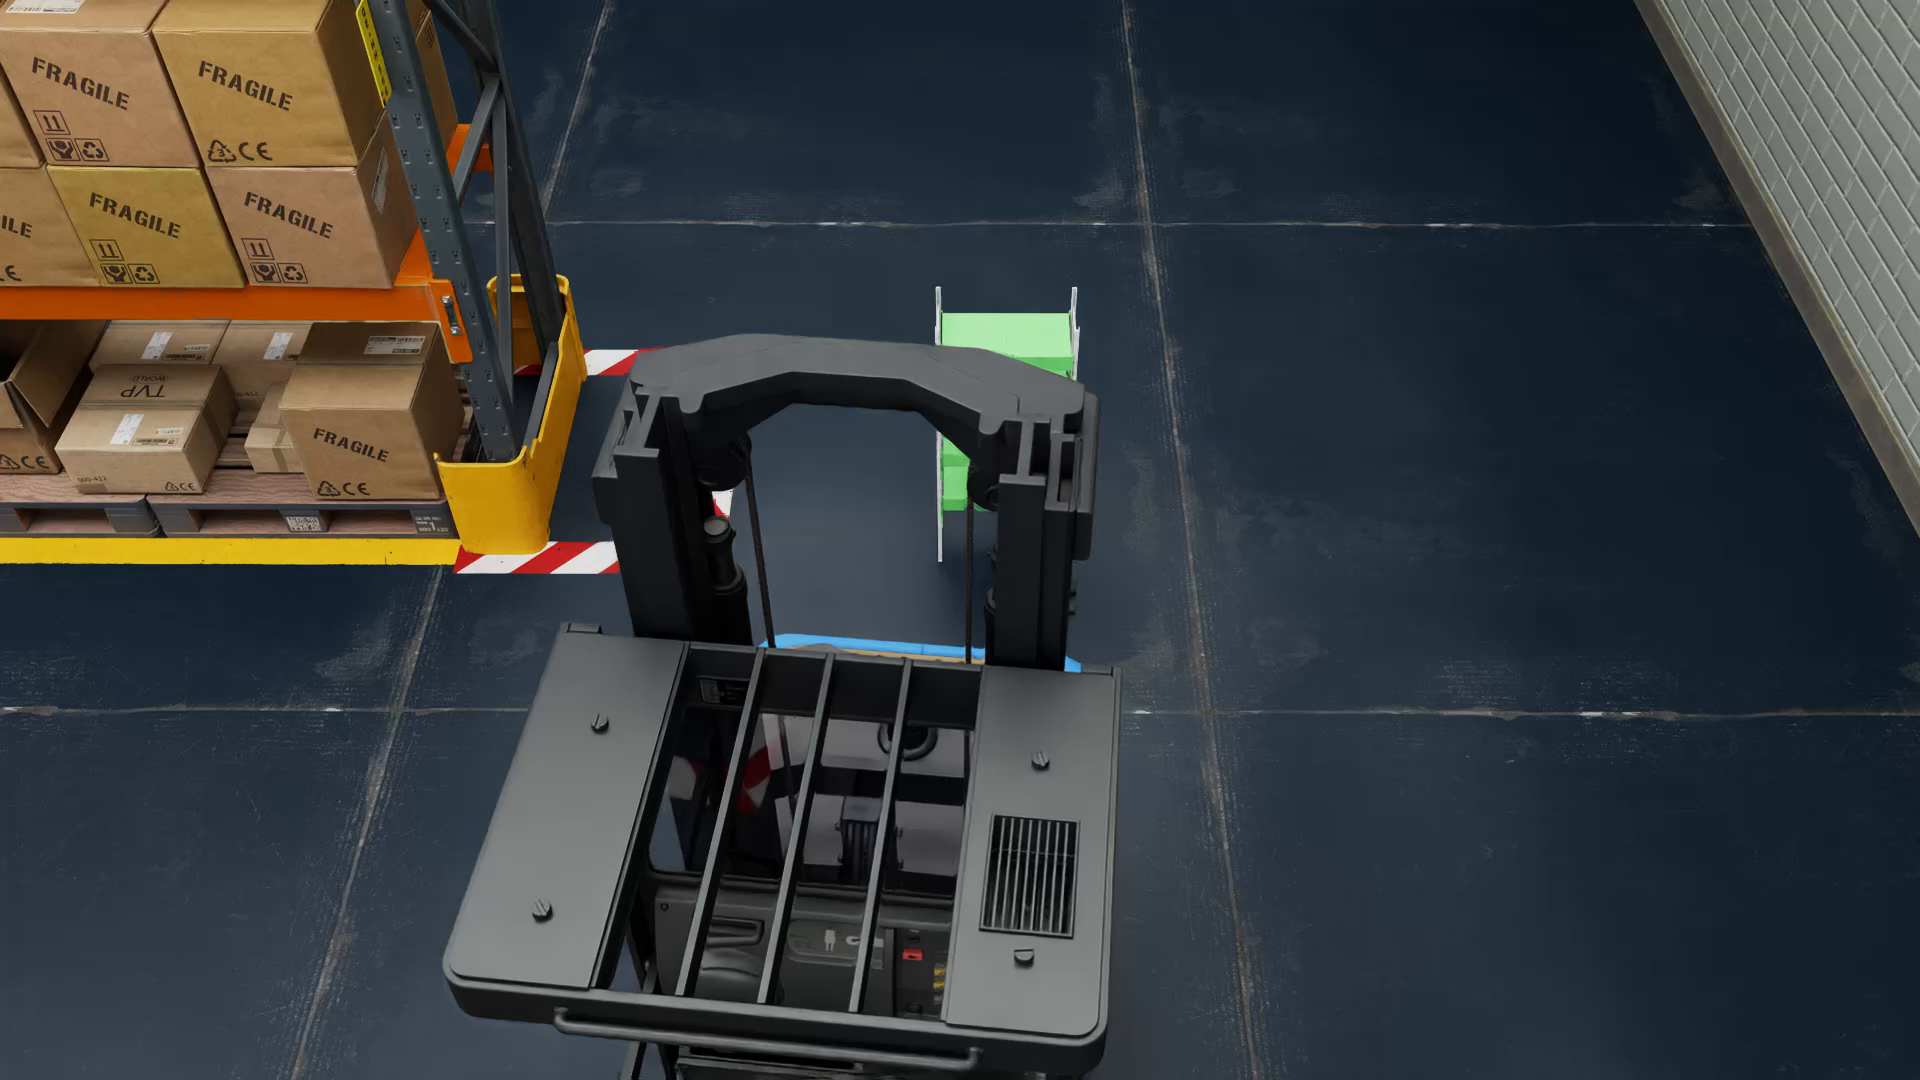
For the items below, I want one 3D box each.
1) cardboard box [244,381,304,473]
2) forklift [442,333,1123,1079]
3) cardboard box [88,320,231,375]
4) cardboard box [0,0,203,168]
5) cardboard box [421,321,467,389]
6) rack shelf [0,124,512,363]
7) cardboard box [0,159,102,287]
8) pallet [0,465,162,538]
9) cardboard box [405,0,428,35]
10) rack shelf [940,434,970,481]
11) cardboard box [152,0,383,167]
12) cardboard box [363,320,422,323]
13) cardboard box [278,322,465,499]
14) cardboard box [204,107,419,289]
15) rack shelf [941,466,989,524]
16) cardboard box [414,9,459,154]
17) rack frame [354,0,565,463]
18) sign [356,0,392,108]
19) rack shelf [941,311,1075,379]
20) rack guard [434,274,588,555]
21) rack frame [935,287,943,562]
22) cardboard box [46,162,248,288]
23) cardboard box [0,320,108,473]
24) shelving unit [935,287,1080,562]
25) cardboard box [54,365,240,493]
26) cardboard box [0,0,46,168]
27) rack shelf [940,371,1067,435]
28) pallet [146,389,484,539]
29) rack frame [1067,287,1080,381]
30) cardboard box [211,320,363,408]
[{"bbox_3d":[-2.715,-0.464,6.768,0.250,0.166,0.380,0,47,0],"label":"cardboard box"},{"bbox_3d":[-0.263,1.119,3.706,1.130,2.935,3.031,4,47,4],"label":"forklift"},{"bbox_3d":[-3.309,-0.816,7.039,0.500,0.250,0.500,0,47,0],"label":"cardboard box"},{"bbox_3d":[-2.717,-1.567,5.408,0.500,0.500,0.500,1,47,1],"label":"cardboard box"},{"bbox_3d":[-2.183,-0.823,7.114,0.250,0.149,0.380,0,47,0],"label":"cardboard box"},{"bbox_3d":[-3.766,-1.152,6.264,4.000,0.370,1.077,0,47,0],"label":"rack shelf"},{"bbox_3d":[-3.233,-1.232,5.779,0.500,0.500,0.500,0,47,0],"label":"cardboard box"},{"bbox_3d":[-3.856,-0.448,7.023,1.213,0.211,1.003,0,47,0],"label":"pallet"},{"bbox_3d":[-2.209,-1.960,5.774,0.500,0.500,0.500,1,47,1],"label":"cardboard box"},{"bbox_3d":[0.166,-0.365,6.357,0.480,0.148,0.258,0,47,0],"label":"rack shelf"},{"bbox_3d":[-2.212,-1.566,5.407,0.500,0.500,0.500,0,47,0],"label":"cardboard box"},{"bbox_3d":[-2.433,-0.829,7.108,0.250,0.166,0.380,0,47,0],"label":"cardboard box"},{"bbox_3d":[-2.311,-0.511,6.583,0.500,0.500,0.500,0,47,0],"label":"cardboard box"},{"bbox_3d":[-2.215,-1.227,5.775,0.500,0.500,0.500,1,47,1],"label":"cardboard box"},{"bbox_3d":[0.166,-0.201,6.533,0.480,0.148,0.258,0,47,0],"label":"rack shelf"},{"bbox_3d":[-2.209,-1.620,6.140,0.500,0.500,0.500,1,47,1],"label":"cardboard box"},{"bbox_3d":[-1.766,-1.391,5.996,0.127,3.000,1.000,0,47,0],"label":"rack frame"},{"bbox_3d":[-1.788,-1.487,5.078,0.005,0.325,0.100,0,47,0],"label":"sign"},{"bbox_3d":[0.166,-0.692,6.006,0.480,0.148,0.258,0,47,0],"label":"rack shelf"},{"bbox_3d":[-1.842,-0.540,6.911,0.348,0.500,1.175,0,47,0],"label":"rack guard"},{"bbox_3d":[-0.078,-0.409,6.311,0.015,1.200,0.240,0,47,0],"label":"rack frame"},{"bbox_3d":[-2.734,-1.226,5.774,0.500,0.500,0.500,1,47,0],"label":"cardboard box"},{"bbox_3d":[-3.887,-0.700,6.758,0.637,0.503,0.797,0,47,0],"label":"cardboard box"},{"bbox_3d":[0.166,-0.408,6.310,0.503,1.200,0.258,0,47,0],"label":"shelving unit"},{"bbox_3d":[-3.261,-0.450,6.698,0.500,0.250,0.500,0,47,0],"label":"cardboard box"},{"bbox_3d":[-3.236,-1.565,5.406,0.500,0.500,0.500,1,47,1],"label":"cardboard box"},{"bbox_3d":[0.166,-0.528,6.181,0.480,0.148,0.258,0,47,0],"label":"rack shelf"},{"bbox_3d":[-2.639,-0.443,7.018,1.213,0.211,1.003,0,47,0],"label":"pallet"},{"bbox_3d":[0.410,-0.408,6.310,0.015,1.200,0.240,0,47,0],"label":"rack frame"},{"bbox_3d":[-2.809,-0.815,7.037,0.500,0.250,0.500,0,47,0],"label":"cardboard box"}]
